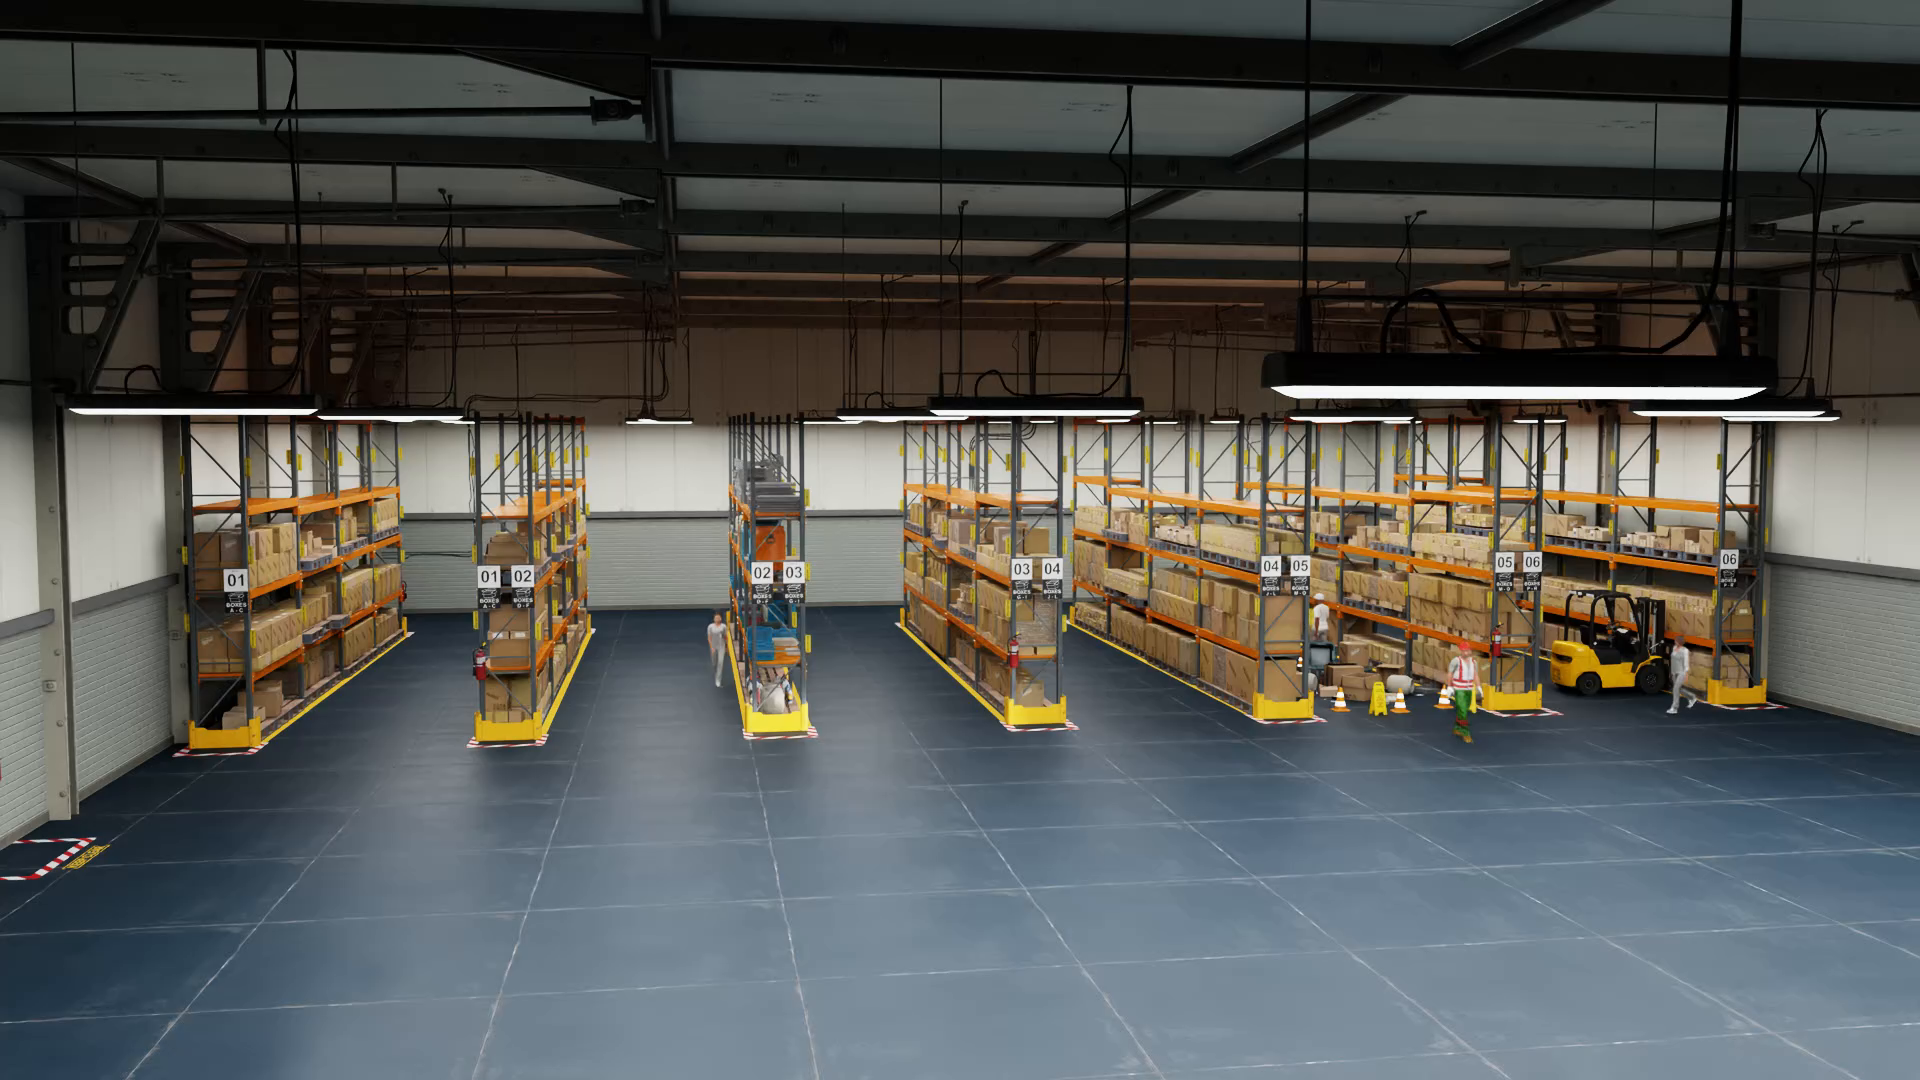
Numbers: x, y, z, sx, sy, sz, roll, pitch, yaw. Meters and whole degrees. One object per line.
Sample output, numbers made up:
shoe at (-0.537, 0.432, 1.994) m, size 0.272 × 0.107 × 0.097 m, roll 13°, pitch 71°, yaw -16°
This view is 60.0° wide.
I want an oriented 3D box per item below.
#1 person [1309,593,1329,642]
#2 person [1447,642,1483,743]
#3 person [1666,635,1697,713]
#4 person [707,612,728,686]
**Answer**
person at (8.596, 2.175, 39.566) m, size 0.544 × 1.805 × 0.604 m, roll -2°, pitch 4°, yaw -21°
person at (9.254, 2.788, 30.464) m, size 0.554 × 1.845 × 0.707 m, roll -1°, pitch 4°, yaw -21°
person at (14.441, 2.664, 33.246) m, size 0.809 × 1.564 × 0.429 m, roll -1°, pitch 4°, yaw -18°
person at (-5.368, 2.397, 36.775) m, size 0.446 × 1.616 × 0.982 m, roll 0°, pitch 4°, yaw -3°
